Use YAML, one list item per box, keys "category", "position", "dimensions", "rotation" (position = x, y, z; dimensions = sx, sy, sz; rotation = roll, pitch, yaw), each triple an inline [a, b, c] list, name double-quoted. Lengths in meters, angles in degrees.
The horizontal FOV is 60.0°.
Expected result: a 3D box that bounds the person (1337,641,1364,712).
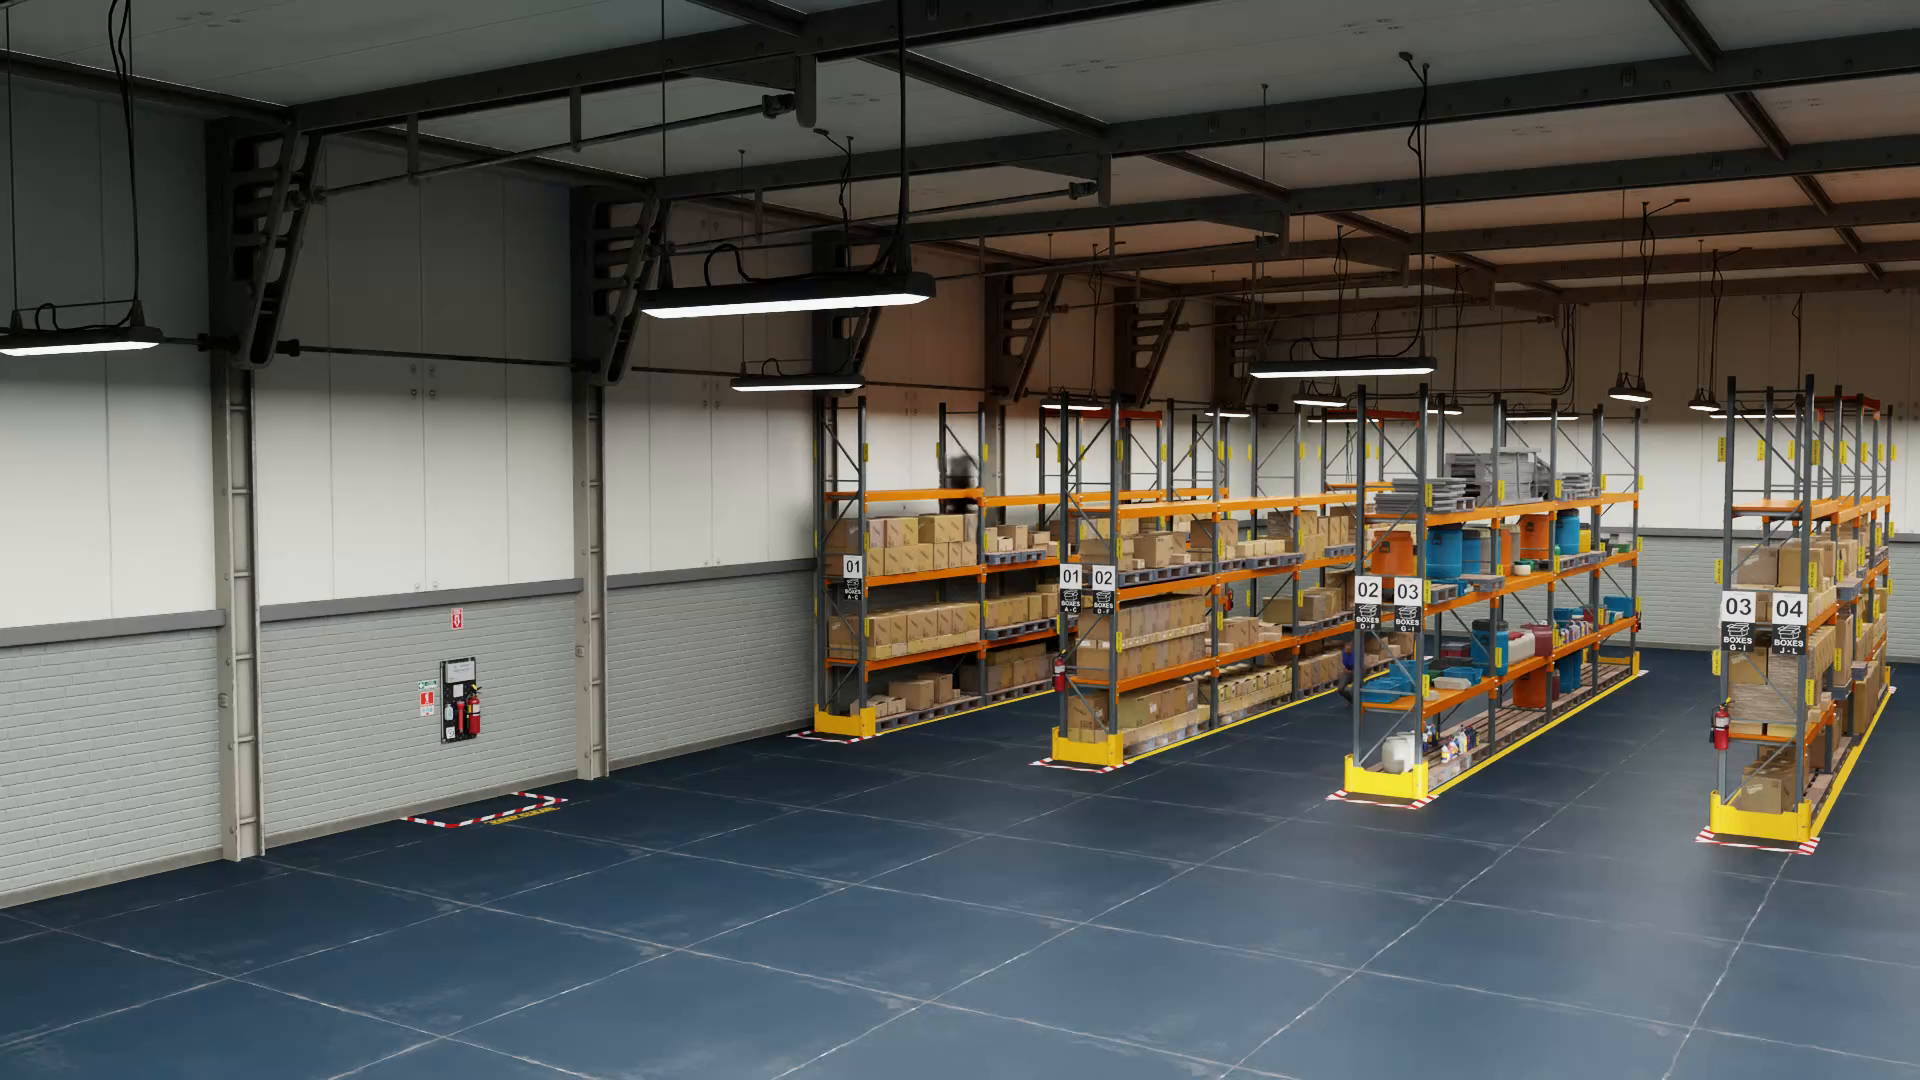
- category: "person"
  position: [7.473, 2.616, 31.772]
  dimensions: [0.605, 1.424, 0.945]
  rotation: [3, 4, 43]
